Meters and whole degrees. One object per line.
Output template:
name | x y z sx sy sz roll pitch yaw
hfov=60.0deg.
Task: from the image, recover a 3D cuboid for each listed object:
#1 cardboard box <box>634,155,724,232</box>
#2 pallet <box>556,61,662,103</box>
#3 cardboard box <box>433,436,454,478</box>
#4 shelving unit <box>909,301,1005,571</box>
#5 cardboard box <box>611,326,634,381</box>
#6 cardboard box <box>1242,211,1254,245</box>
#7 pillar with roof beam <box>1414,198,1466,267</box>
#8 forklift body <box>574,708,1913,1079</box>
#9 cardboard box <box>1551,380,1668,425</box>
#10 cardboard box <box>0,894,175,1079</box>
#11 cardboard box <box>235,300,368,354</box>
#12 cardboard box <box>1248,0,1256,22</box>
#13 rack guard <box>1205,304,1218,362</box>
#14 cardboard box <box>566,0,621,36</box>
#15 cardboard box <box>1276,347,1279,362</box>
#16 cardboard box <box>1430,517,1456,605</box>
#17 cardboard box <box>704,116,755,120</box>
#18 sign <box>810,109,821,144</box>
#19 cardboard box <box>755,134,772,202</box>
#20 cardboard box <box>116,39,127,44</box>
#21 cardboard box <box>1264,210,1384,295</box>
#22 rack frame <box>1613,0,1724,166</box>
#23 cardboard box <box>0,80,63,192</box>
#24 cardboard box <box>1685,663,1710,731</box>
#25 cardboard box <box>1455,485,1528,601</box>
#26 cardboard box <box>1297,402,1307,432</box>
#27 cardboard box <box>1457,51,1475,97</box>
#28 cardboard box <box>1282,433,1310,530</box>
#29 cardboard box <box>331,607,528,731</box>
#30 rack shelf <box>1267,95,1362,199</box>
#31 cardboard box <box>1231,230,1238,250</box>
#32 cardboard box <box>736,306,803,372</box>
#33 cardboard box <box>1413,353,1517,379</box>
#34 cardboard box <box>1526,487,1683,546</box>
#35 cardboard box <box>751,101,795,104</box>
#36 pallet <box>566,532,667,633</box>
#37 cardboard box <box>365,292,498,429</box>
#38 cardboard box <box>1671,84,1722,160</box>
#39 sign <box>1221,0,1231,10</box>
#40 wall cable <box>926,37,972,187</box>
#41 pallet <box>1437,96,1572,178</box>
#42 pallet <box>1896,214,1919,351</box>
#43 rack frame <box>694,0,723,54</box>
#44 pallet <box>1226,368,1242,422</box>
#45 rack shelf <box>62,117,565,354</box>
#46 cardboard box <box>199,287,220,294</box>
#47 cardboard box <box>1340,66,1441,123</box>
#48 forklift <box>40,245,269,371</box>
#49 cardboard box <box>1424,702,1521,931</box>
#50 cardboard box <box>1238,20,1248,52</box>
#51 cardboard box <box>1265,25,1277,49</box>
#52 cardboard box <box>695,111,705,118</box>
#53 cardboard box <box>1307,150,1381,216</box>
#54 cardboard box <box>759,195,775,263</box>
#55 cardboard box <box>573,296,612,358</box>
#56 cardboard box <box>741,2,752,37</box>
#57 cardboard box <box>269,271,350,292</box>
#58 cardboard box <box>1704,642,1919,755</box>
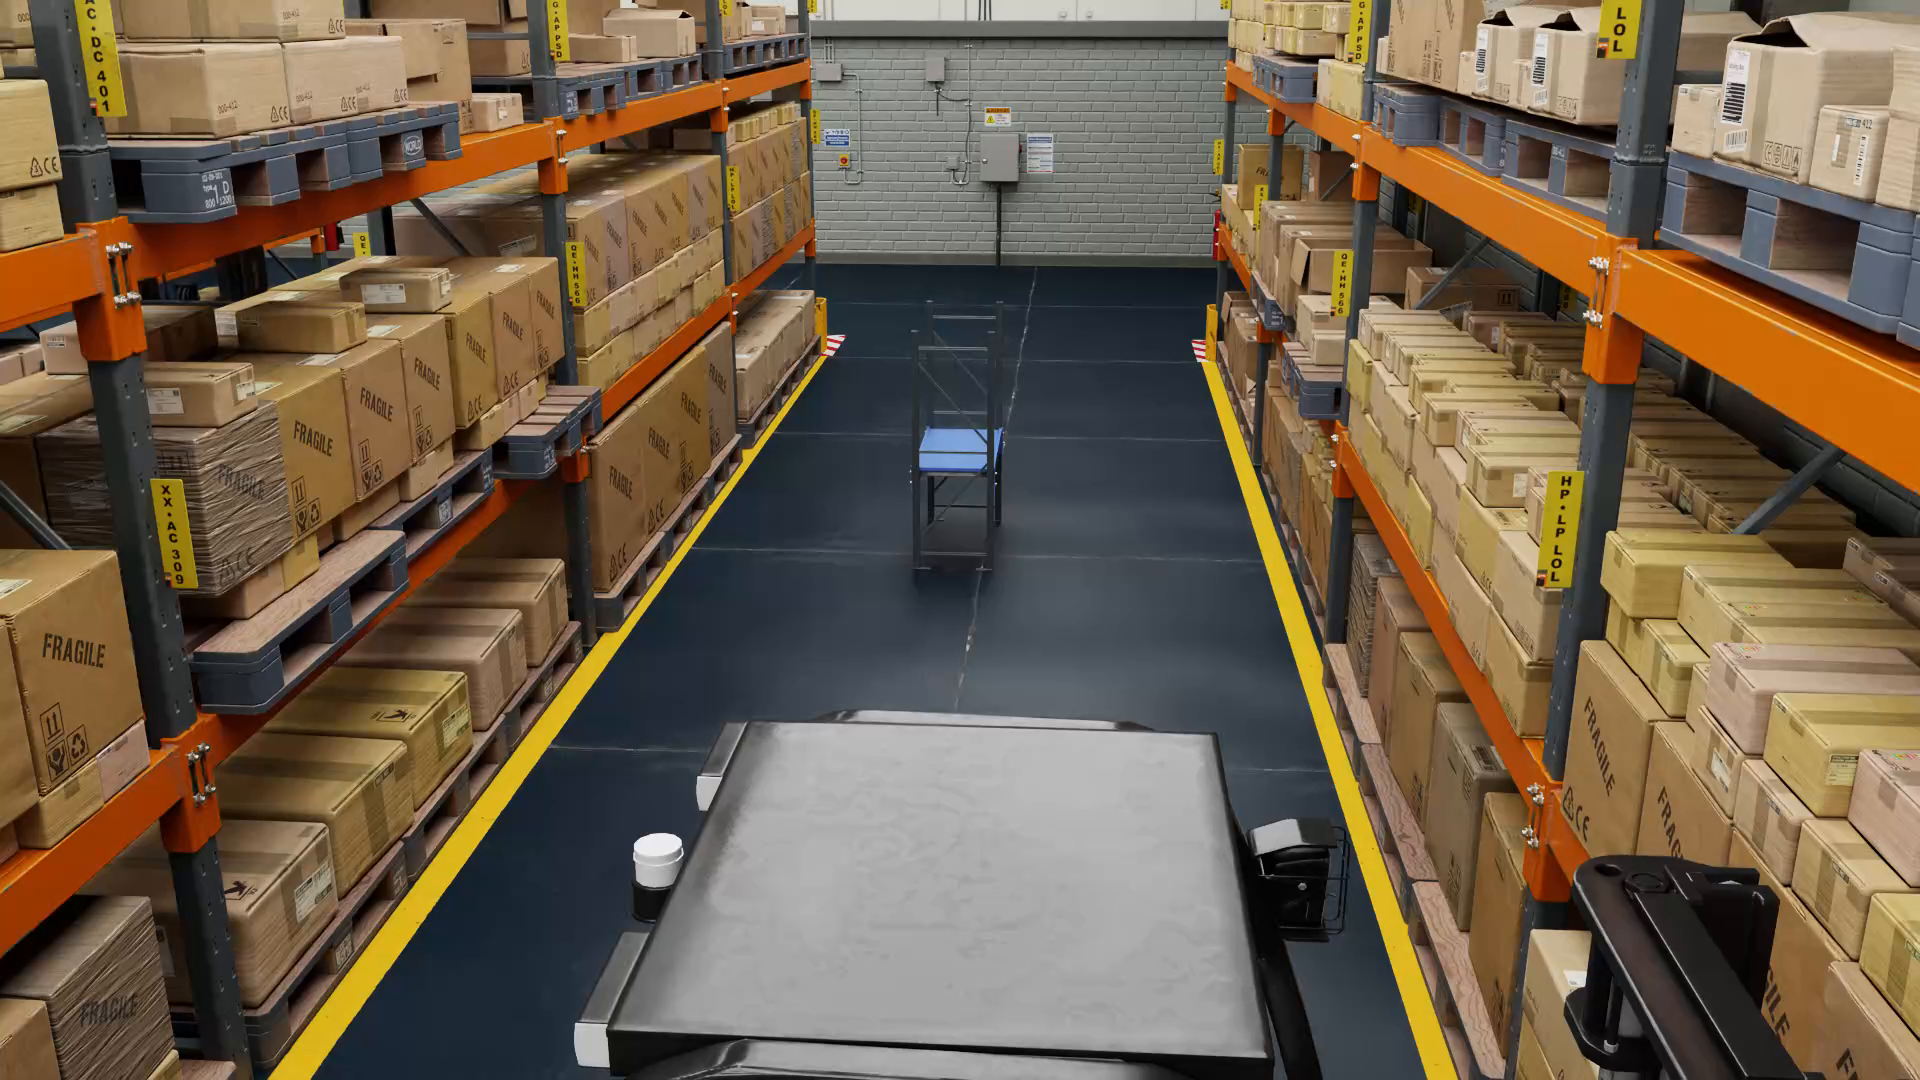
cardboard box | -2.006 -2.478 11.903 0.500 0.500 0.500 2 18 6
pallet | -2.441 -2.742 9.960 1.003 0.211 1.213 2 18 6
cardboard box | -2.332 -0.348 6.897 0.380 0.149 0.250 1 18 2
shelving unit | -0.006 -0.686 10.609 0.538 1.500 1.048 1 18 4
cardboard box | -2.206 -1.093 9.682 0.500 0.250 0.500 1 18 2
cardboard box | 2.590 -2.535 13.605 0.500 0.250 0.500 1 18 4
pillar with roof beam | -0.618 -5.134 12.138 9.100 9.000 0.400 1 18 4
forklift body | 0.183 1.510 2.860 2.313 2.155 1.214 1 18 4
cardboard box | 2.528 -0.521 6.494 0.380 0.149 0.250 2 18 5
cardboard box | -2.573 1.325 4.599 0.500 0.500 0.500 1 18 3
cardboard box | -2.436 -0.790 6.163 0.380 0.149 0.250 2 18 7
cardboard box | 2.627 -4.361 13.559 0.500 0.250 0.500 2 18 5
rack guard | 3.008 -2.021 16.289 1.175 0.500 0.348 1 18 4
cardboard box | -2.577 -3.505 11.152 0.500 0.500 0.500 1 18 3
cardboard box | 2.496 -1.345 12.031 0.380 0.149 0.250 1 18 3
cardboard box | 2.025 0.093 6.062 0.500 0.250 0.500 1 18 4
cardboard box | -1.902 -3.421 13.739 0.380 0.149 0.250 1 18 4
sign | -1.398 -3.989 16.039 0.100 0.325 0.005 1 18 4
cardboard box | -1.858 -3.081 13.742 0.500 0.500 0.500 2 18 5
cardboard box | -2.859 -1.511 5.466 0.500 0.250 0.500 2 18 5
cardboard box | 2.432 -1.932 11.166 0.700 0.500 0.500 1 18 5
rack frame | 2.153 -2.357 3.664 1.000 3.000 0.127 1 18 4
cardboard box | -2.561 -0.967 4.004 0.500 0.250 0.500 1 18 3
cardboard box | 1.860 0.393 3.703 0.380 0.149 0.250 1 18 4
cardboard box | 1.963 0.010 5.514 0.500 0.250 0.500 1 18 2
cardboard box | 2.404 -0.798 10.840 0.380 0.149 0.250 2 18 6
cardboard box | 1.984 -1.647 5.883 0.380 0.149 0.250 1 18 3
cardboard box | 2.356 -0.376 10.592 0.500 0.500 0.500 1 18 2
cardboard box | -2.607 0.596 7.833 0.950 0.372 0.625 1 18 3
rack shelf | 2.583 -2.453 9.930 1.077 0.370 4.000 1 18 4
cardboard box | 2.574 -2.619 14.501 0.380 0.149 0.250 1 18 2
cardboard box | -1.943 -1.833 15.140 0.875 0.438 0.875 2 18 5
cardboard box | 2.118 -0.688 7.003 0.380 0.149 0.250 1 18 5
cardboard box | 1.957 -0.053 5.066 0.380 0.149 0.250 1 18 3
cardboard box | -1.764 -4.057 15.681 0.380 0.149 0.250 2 18 5
pallet | -2.380 0.224 9.900 1.003 0.211 1.213 1 18 4
cardboard box | -2.328 -0.781 7.178 0.500 0.500 0.500 0 18 0
cardboard box | 1.818 -0.926 3.684 0.380 0.149 0.250 2 18 5
sign | 2.472 -5.086 15.406 0.100 0.325 0.005 1 18 4
wall cable | -0.141 -5.549 21.409 0.588 1.984 0.122 1 18 4
pallet | 2.403 -1.524 6.242 1.003 0.211 1.213 2 18 6
pallet | 2.028 -0.246 2.181 1.003 0.211 1.213 1 18 4
rack frame | -2.225 -4.951 11.581 1.000 3.000 0.127 1 18 4
pallet | 2.862 -1.259 14.425 1.003 0.211 1.213 1 18 4
rack shelf | -2.655 -1.320 6.473 1.077 0.370 4.000 1 18 4
cardboard box | -7.259 -2.394 16.360 0.380 0.149 0.250 0 18 1
cardboard box | 2.234 -2.267 8.449 0.500 0.250 0.500 1 18 2
forklift | -4.865 -1.233 9.977 1.130 2.935 3.031 2 18 5
cardboard box | 2.243 1.020 6.133 0.875 0.625 0.625 1 18 3
cardboard box | 2.644 -4.280 14.113 0.500 0.250 0.500 1 18 2
cardboard box | 2.255 -3.380 11.173 0.380 0.149 0.250 1 18 5
cardboard box | -2.393 -3.589 14.250 0.380 0.149 0.250 1 18 3
cardboard box | 3.099 -2.874 13.434 0.500 0.500 0.500 1 18 2
cardboard box | -1.848 -2.598 13.874 0.500 0.500 0.500 1 18 4
cardboard box | -2.229 -1.176 9.133 0.500 0.250 0.500 1 18 4
cardboard box | -2.095 -4.509 14.357 0.500 0.311 0.500 2 18 5
cardboard box | -2.805 -0.950 7.691 0.500 0.500 0.500 2 18 7
cardboard box | 1.775 0.330 3.420 0.380 0.149 0.250 2 18 5
